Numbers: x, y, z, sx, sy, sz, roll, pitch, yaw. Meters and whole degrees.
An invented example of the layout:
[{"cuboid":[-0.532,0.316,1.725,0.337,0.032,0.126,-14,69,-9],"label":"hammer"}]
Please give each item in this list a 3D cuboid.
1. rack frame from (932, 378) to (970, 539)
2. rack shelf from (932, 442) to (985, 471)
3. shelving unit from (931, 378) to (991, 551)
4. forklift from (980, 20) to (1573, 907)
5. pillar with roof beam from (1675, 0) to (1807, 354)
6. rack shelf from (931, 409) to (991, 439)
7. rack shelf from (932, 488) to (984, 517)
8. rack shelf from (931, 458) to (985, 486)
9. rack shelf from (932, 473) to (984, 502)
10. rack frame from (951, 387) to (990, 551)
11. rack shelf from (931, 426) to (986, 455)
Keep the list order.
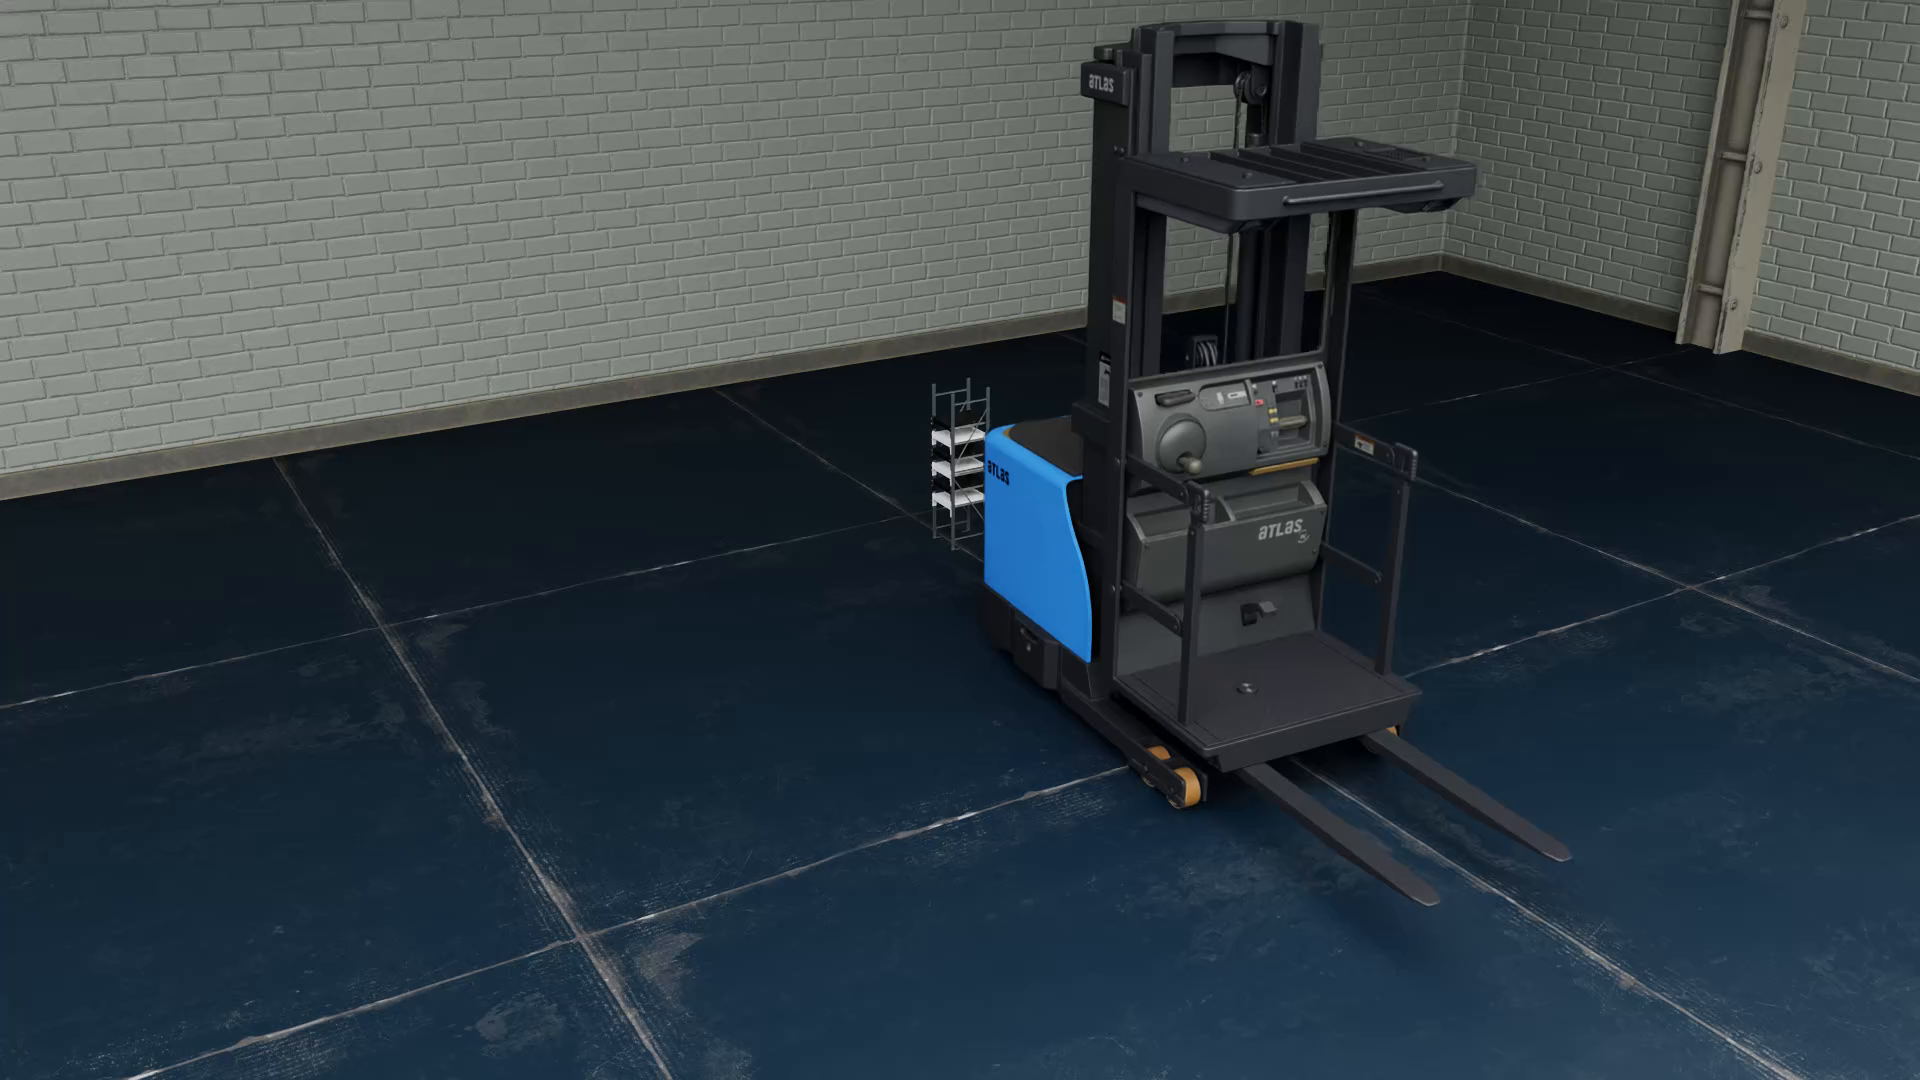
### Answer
[{"cuboid":[-0.048,-0.447,9.217,0.240,0.900,0.006,-13,25,-28],"label":"rack frame"},{"cuboid":[0.004,-0.467,9.114,0.258,0.077,0.200,-13,25,-28],"label":"rack shelf"},{"cuboid":[0.004,-0.414,9.136,0.258,0.900,0.210,-13,25,-28],"label":"shelving unit"},{"cuboid":[1.211,-0.471,6.579,1.130,2.935,3.031,-11,24,-25],"label":"forklift"},{"cuboid":[2.183,-4.867,9.335,9.100,9.000,0.400,-13,25,-28],"label":"pillar with roof beam"},{"cuboid":[0.004,-0.633,9.046,0.258,0.077,0.200,-13,25,-28],"label":"rack shelf"},{"cuboid":[0.004,-0.217,9.216,0.258,0.077,0.200,-13,25,-28],"label":"rack shelf"},{"cuboid":[0.004,-0.383,9.148,0.258,0.077,0.200,-13,25,-28],"label":"rack shelf"},{"cuboid":[0.004,-0.300,9.182,0.258,0.077,0.200,-13,25,-28],"label":"rack shelf"},{"cuboid":[0.056,-0.381,9.055,0.240,0.900,0.006,-13,25,-28],"label":"rack frame"},{"cuboid":[0.004,-0.550,9.080,0.258,0.077,0.200,-13,25,-28],"label":"rack shelf"}]
